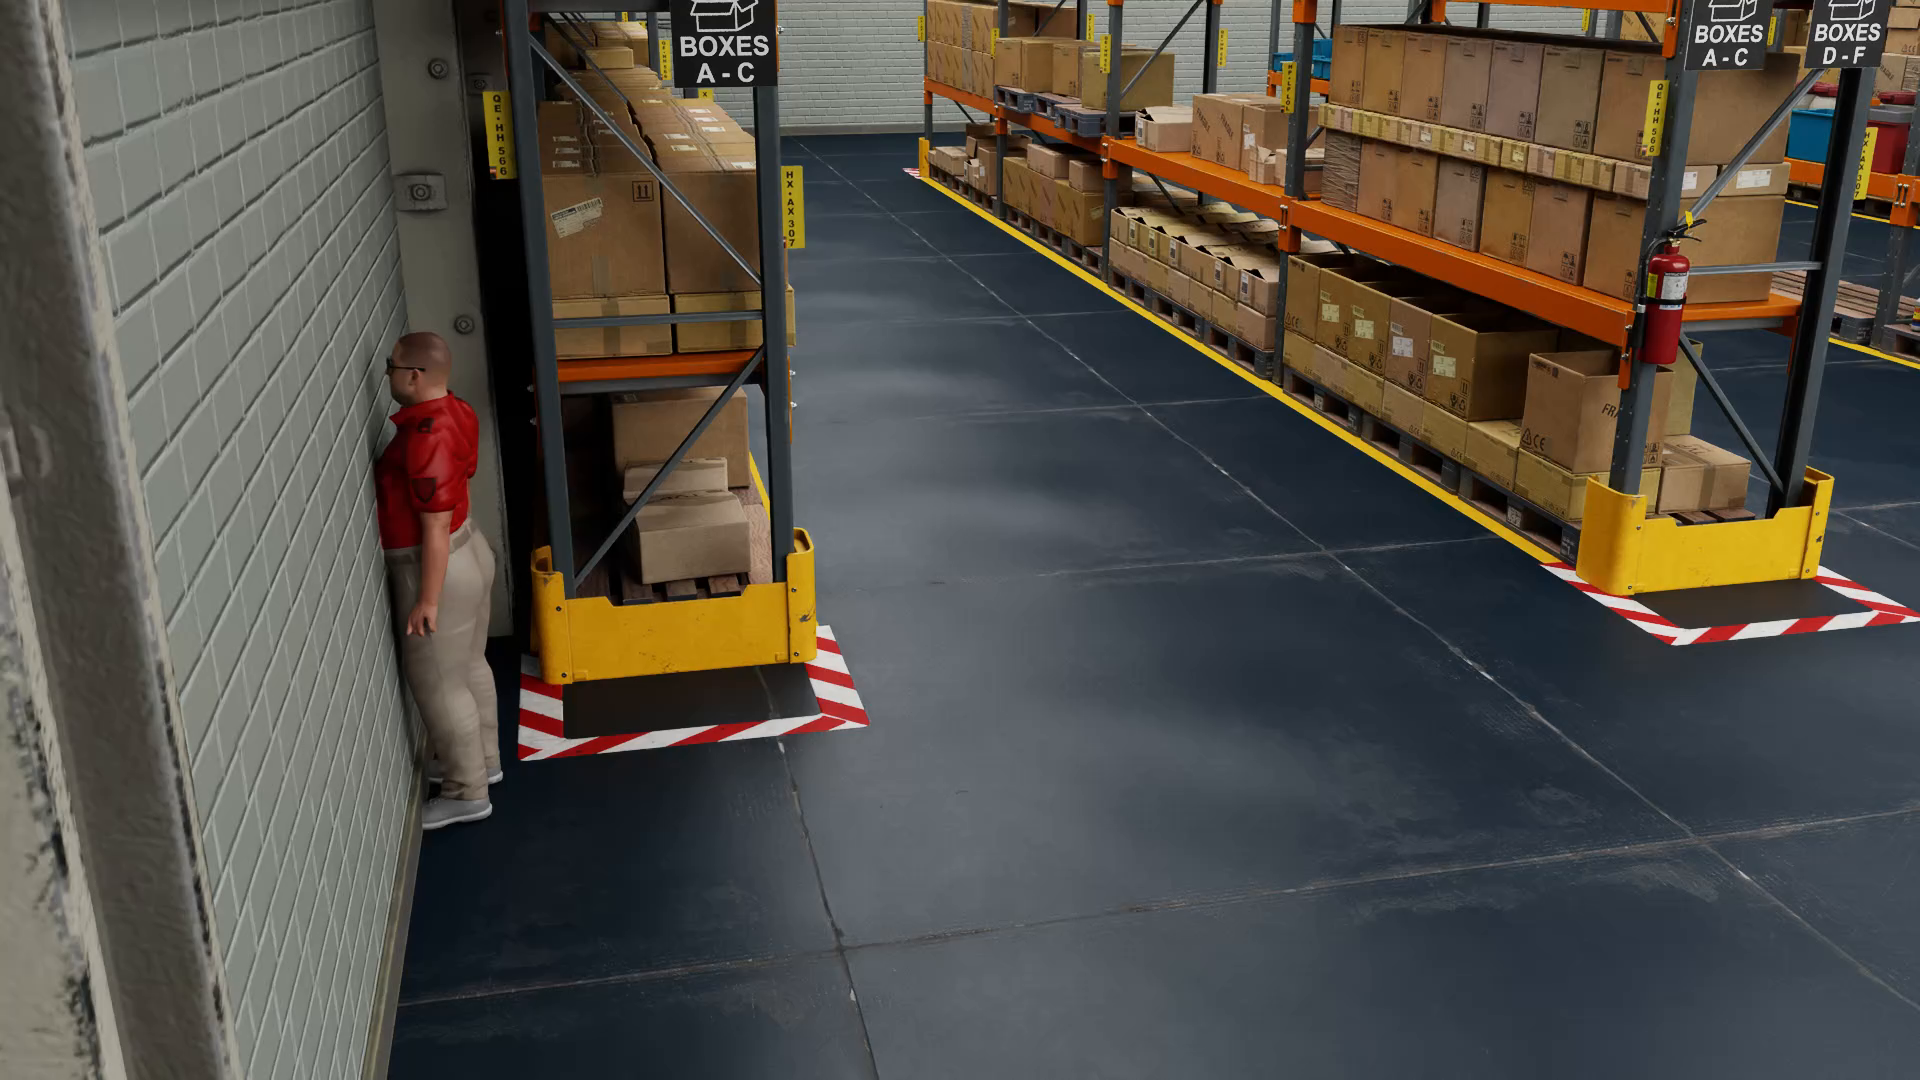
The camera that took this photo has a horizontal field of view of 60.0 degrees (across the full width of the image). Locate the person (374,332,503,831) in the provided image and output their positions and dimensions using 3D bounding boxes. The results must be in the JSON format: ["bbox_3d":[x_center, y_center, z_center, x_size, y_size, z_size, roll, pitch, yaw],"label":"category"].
[{"bbox_3d":[-1.811,0.136,5.714,0.381,1.728,0.523,-1,20,-4],"label":"person"}]
